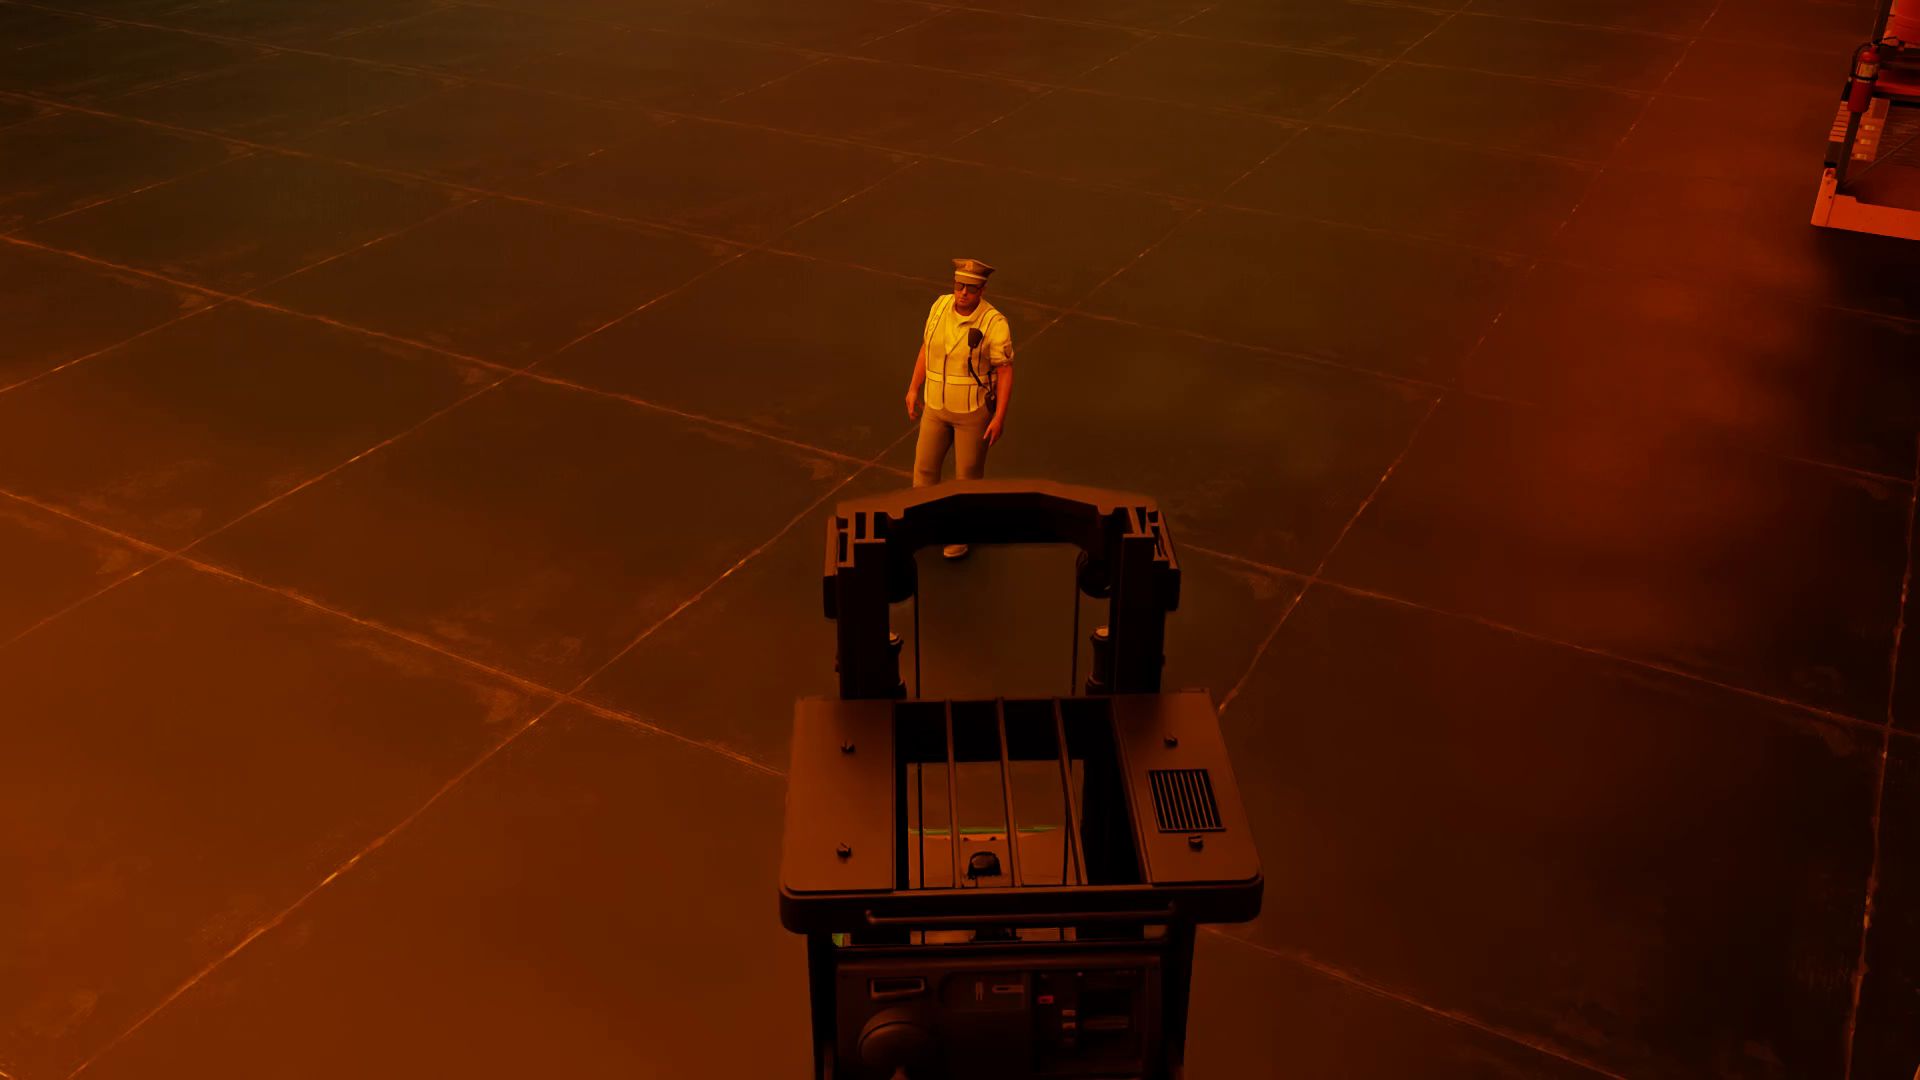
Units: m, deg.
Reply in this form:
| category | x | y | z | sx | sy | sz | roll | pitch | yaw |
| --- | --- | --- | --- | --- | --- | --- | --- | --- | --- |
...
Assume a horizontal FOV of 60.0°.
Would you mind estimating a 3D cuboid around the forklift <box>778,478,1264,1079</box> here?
| category | x | y | z | sx | sy | sz | roll | pitch | yaw |
| --- | --- | --- | --- | --- | --- | --- | --- | --- | --- |
| forklift | 0.124 | 1.436 | 4.582 | 1.130 | 2.935 | 3.031 | -1 | 30 | -2 |

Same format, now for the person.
| category | x | y | z | sx | sy | sz | roll | pitch | yaw |
| --- | --- | --- | --- | --- | --- | --- | --- | --- | --- |
| person | -0.048 | -0.747 | 9.500 | 0.640 | 1.781 | 0.575 | 15 | 33 | 25 |
